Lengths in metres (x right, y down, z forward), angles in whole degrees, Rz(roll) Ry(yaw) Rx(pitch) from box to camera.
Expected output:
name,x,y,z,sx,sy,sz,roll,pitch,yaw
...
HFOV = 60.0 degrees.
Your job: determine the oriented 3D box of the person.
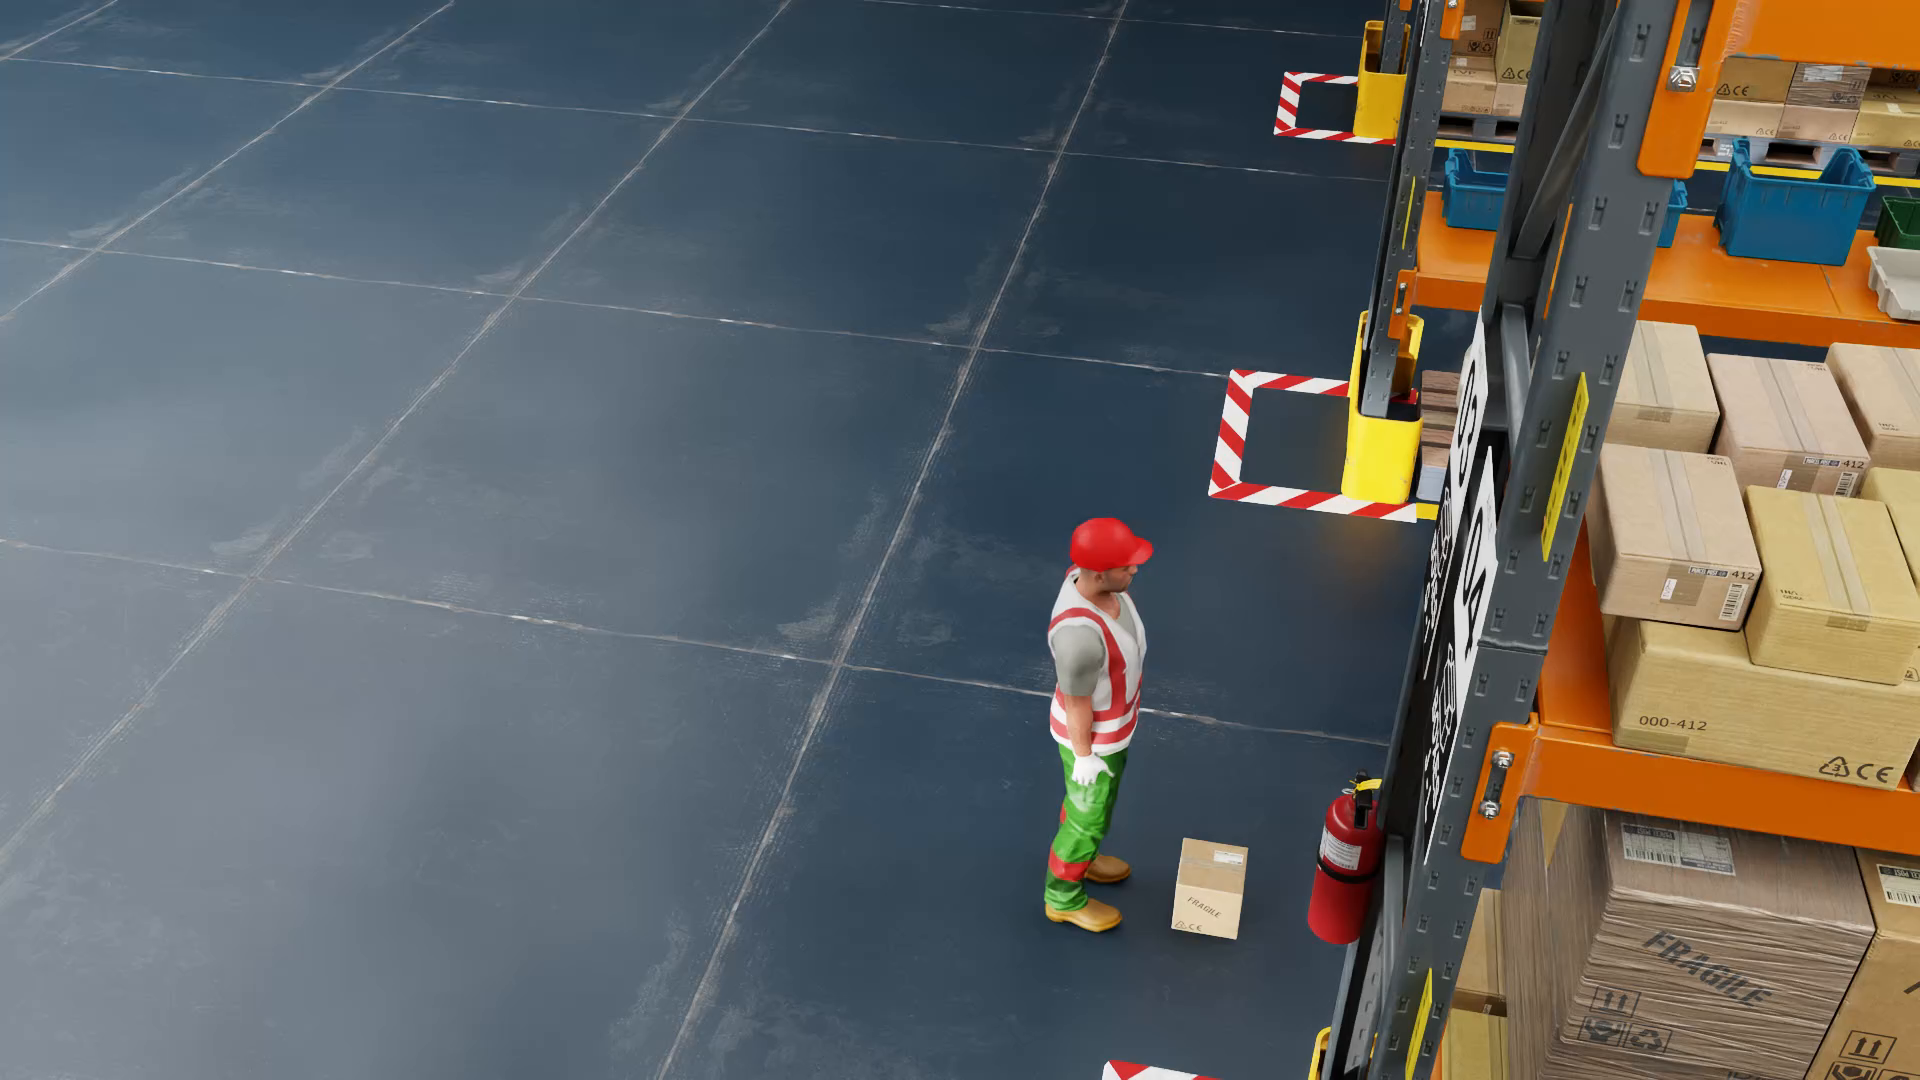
name,x,y,z,sx,sy,sz,roll,pitch,yaw
person,0.493,0.660,6.048,0.343,1.783,0.525,8,37,11
